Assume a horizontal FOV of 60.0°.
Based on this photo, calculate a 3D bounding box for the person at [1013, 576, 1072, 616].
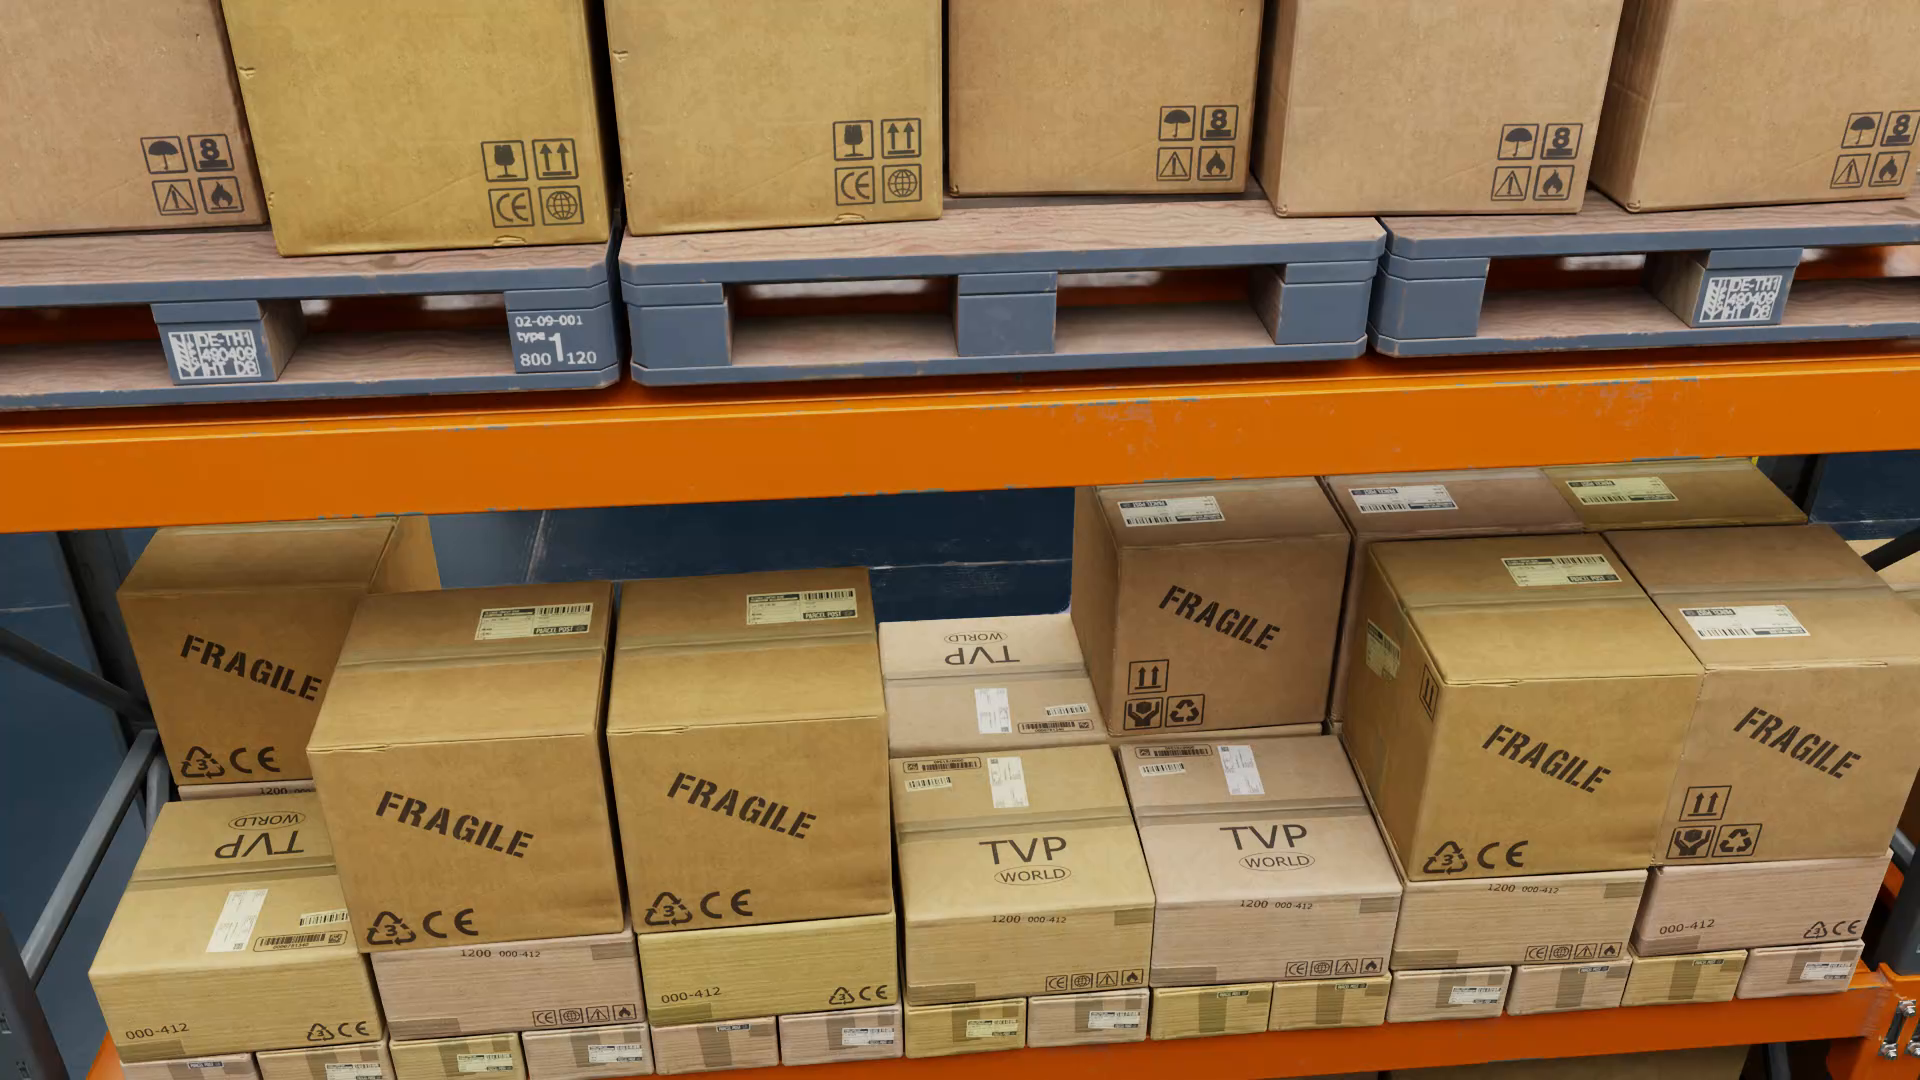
[{"bbox_3d":[0.637,0.550,5.923,0.907,0.944,0.503,-4,32,-7],"label":"person"}]
